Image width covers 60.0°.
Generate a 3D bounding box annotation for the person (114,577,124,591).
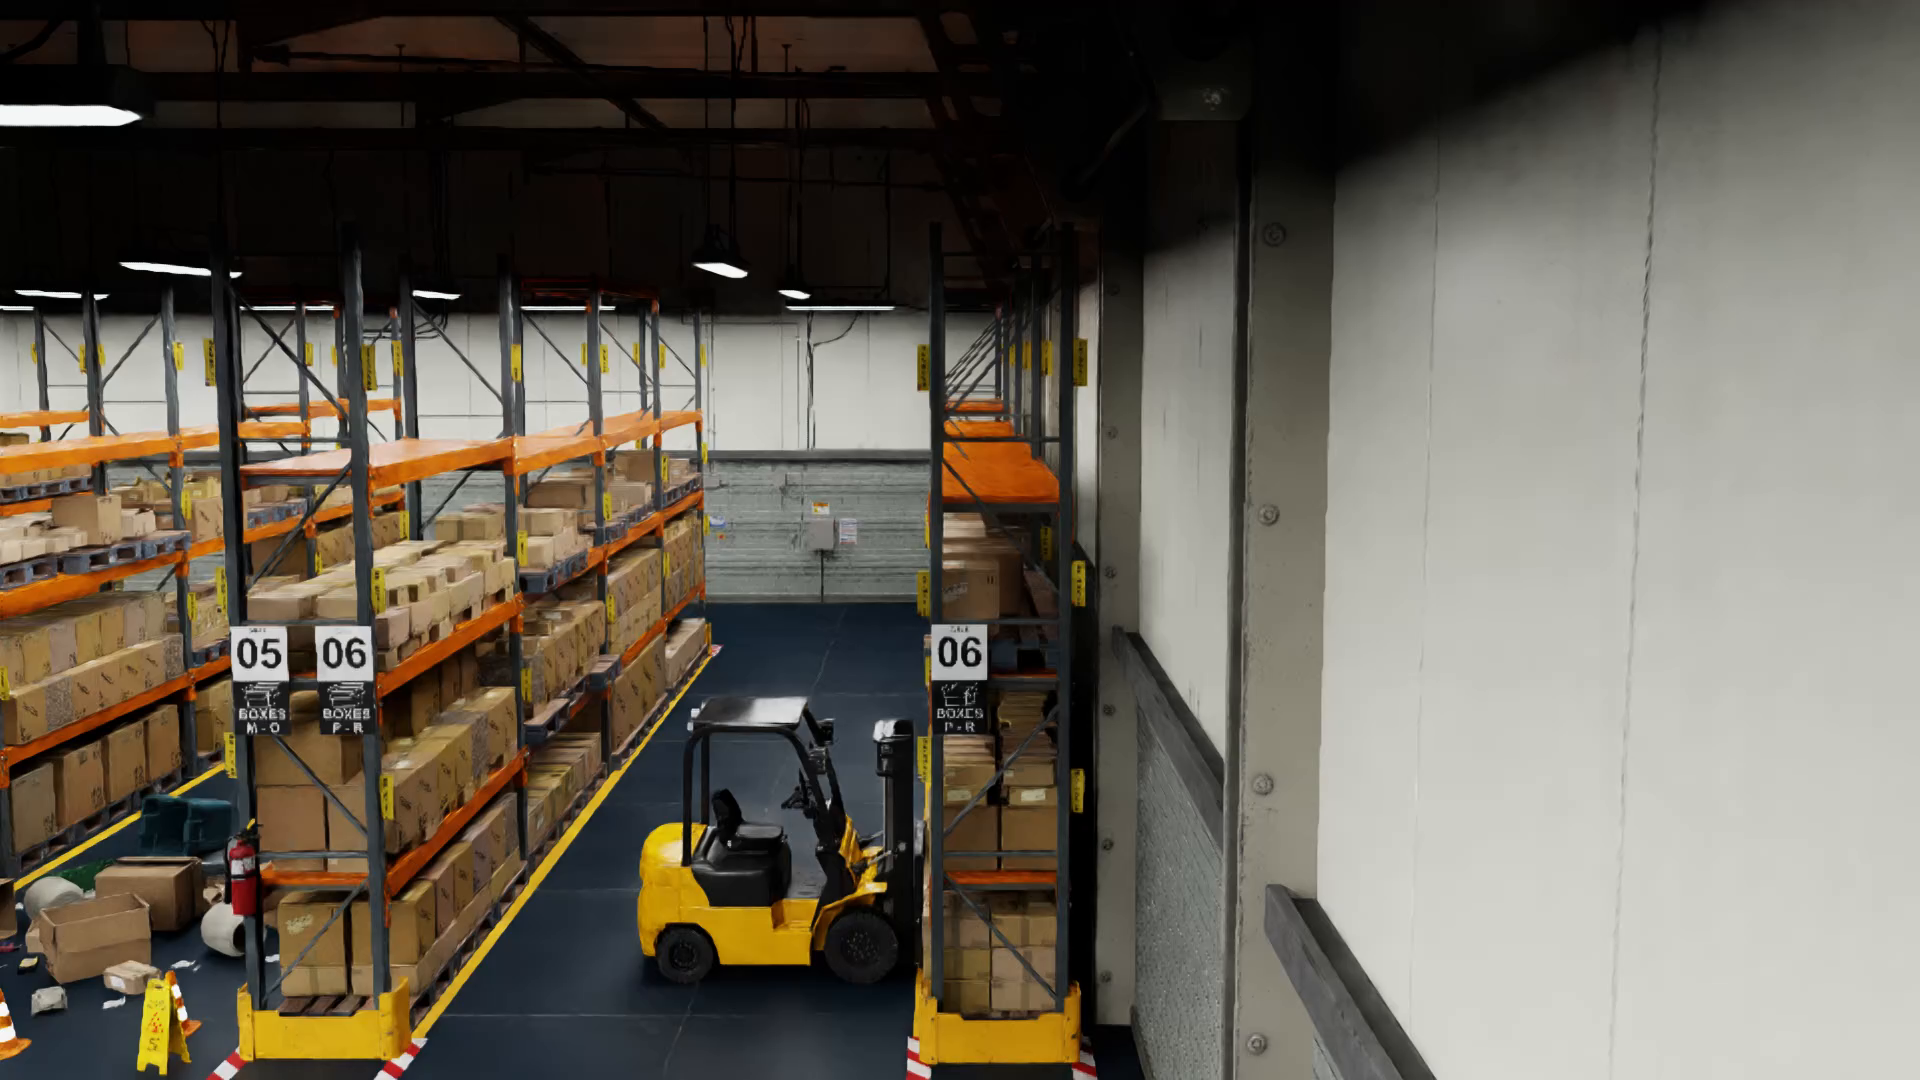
[{"bbox_3d":[-14.807,0.969,28.984,0.472,1.677,0.533,4,8,29],"label":"person"}]
